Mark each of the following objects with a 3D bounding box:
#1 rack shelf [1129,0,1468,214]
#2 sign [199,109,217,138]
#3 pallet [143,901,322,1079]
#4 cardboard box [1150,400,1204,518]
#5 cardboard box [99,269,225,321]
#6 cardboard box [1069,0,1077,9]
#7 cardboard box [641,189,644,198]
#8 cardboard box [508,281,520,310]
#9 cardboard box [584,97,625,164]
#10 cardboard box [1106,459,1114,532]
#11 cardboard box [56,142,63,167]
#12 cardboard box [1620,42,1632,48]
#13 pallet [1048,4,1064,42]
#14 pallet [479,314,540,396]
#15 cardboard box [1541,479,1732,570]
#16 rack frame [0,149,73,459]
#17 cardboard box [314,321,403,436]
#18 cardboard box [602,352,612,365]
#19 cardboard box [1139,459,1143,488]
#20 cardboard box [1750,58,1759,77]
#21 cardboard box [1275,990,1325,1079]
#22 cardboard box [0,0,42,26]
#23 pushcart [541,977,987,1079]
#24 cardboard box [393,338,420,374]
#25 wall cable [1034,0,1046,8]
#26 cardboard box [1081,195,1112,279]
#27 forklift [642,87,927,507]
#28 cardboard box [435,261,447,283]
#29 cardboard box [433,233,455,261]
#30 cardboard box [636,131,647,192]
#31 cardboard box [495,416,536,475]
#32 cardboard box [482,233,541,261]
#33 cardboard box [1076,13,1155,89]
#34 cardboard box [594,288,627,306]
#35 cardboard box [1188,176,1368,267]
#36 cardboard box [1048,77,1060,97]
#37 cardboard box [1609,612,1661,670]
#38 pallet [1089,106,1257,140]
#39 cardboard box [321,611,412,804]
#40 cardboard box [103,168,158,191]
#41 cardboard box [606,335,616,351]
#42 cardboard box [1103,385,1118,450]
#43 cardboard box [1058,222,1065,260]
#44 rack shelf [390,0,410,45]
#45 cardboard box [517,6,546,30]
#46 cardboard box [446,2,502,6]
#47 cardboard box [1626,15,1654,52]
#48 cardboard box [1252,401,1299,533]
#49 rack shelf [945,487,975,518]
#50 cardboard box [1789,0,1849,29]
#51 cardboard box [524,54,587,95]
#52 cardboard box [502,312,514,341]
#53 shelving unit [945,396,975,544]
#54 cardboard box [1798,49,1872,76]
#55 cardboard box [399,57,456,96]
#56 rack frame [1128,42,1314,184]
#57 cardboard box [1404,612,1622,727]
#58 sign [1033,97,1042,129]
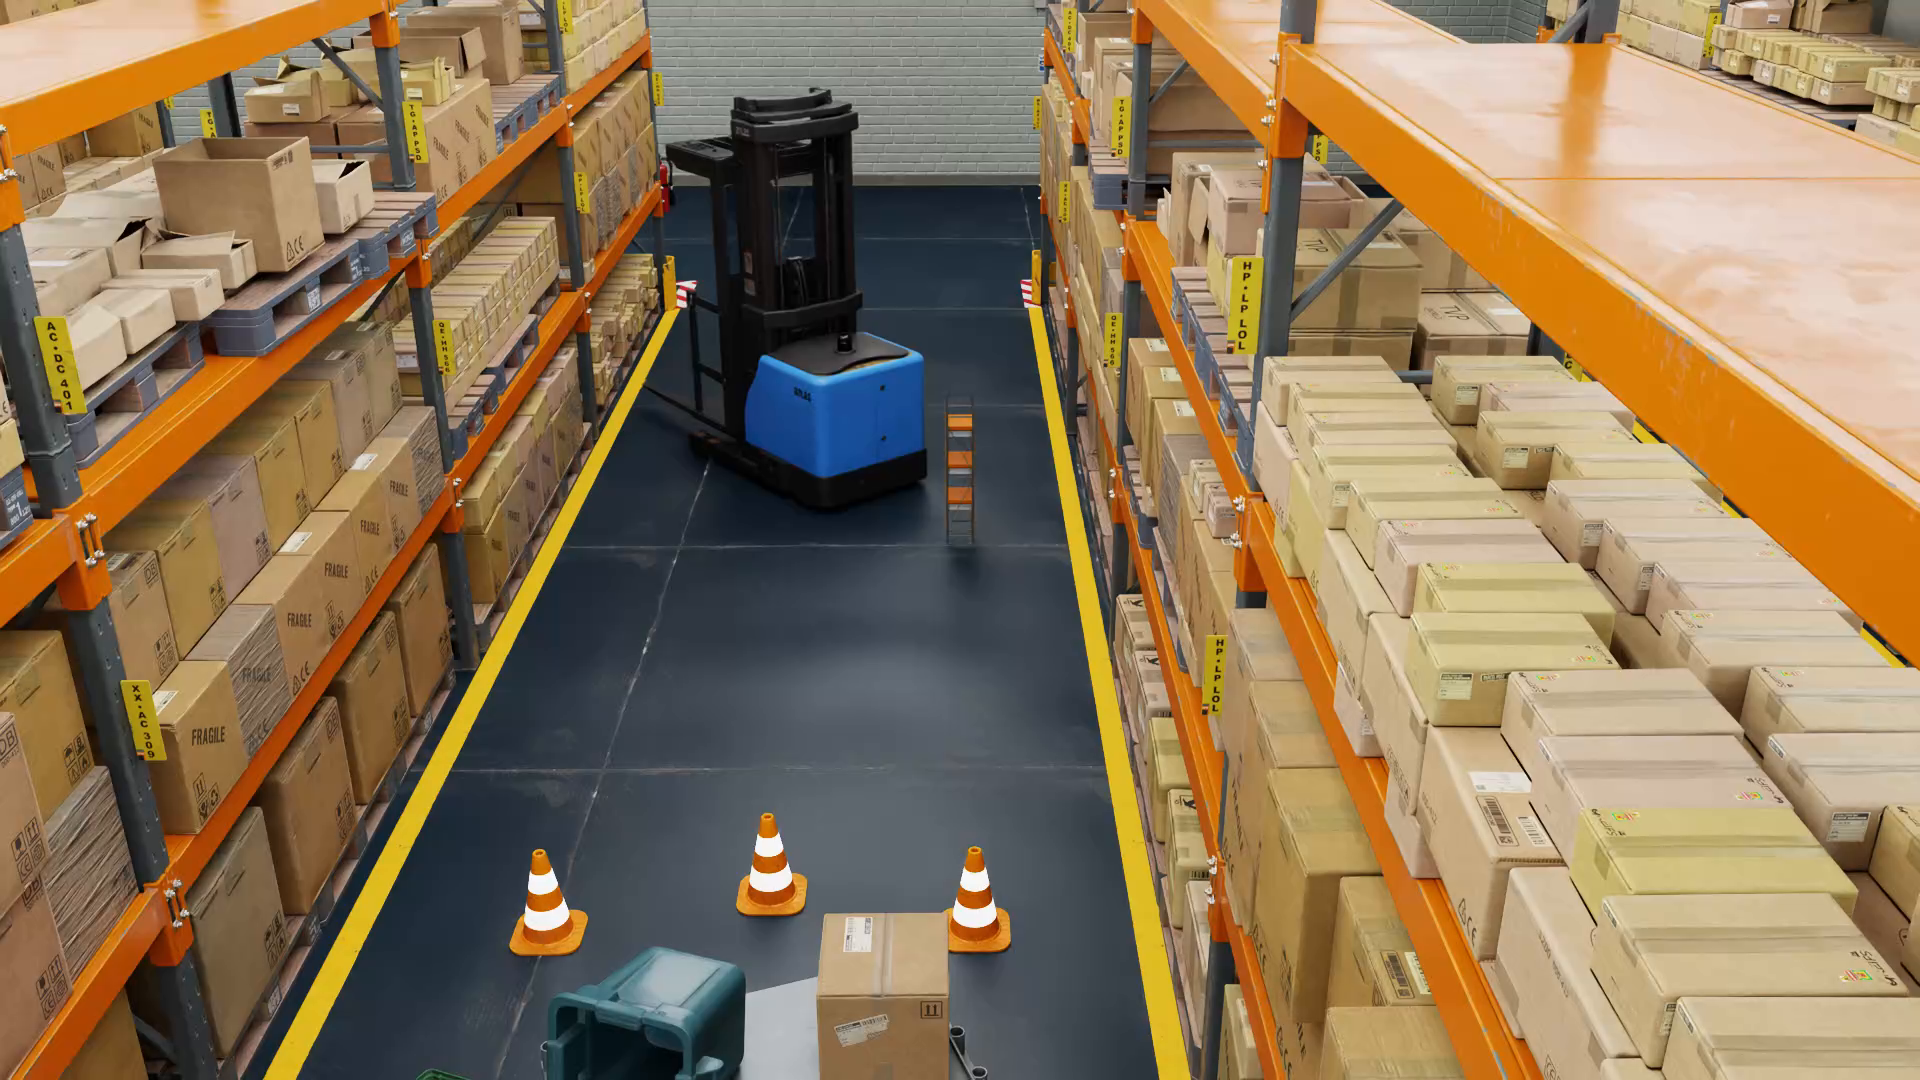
[{"bbox_3d":[1.464,-2.034,7.068,1.077,0.370,4.000,0,24,-1],"label":"rack shelf"},{"bbox_3d":[-4.049,-2.171,9.026,0.100,0.325,0.005,0,24,-1],"label":"sign"},{"bbox_3d":[-3.546,2.031,7.387,1.003,0.211,1.213,0,24,-1],"label":"pallet"},{"bbox_3d":[1.241,-0.387,8.357,0.500,0.500,0.500,0,24,0],"label":"cardboard box"},{"bbox_3d":[-3.218,-0.990,6.716,0.380,0.149,0.250,0,24,-1],"label":"cardboard box"},{"bbox_3d":[1.227,-4.749,14.600,0.500,0.500,0.500,0,24,0],"label":"cardboard box"},{"bbox_3d":[-3.324,-3.413,16.345,0.380,0.149,0.250,0,24,-1],"label":"cardboard box"},{"bbox_3d":[-3.330,-1.725,11.741,0.380,0.149,0.250,0,24,0],"label":"cardboard box"},{"bbox_3d":[-3.310,-3.675,14.924,0.500,0.500,0.500,-1,24,-2],"label":"cardboard box"},{"bbox_3d":[1.513,-0.510,11.690,0.875,0.875,0.875,0,24,0],"label":"cardboard box"},{"bbox_3d":[-8.802,-3.677,15.534,0.500,0.500,0.500,-1,24,-2],"label":"cardboard box"},{"bbox_3d":[6.017,-4.340,14.754,0.380,0.149,0.250,0,24,1],"label":"cardboard box"},{"bbox_3d":[1.374,-4.951,15.909,1.003,0.211,1.213,0,24,-1],"label":"pallet"},{"bbox_3d":[-3.569,-1.299,11.597,1.003,0.211,1.213,0,24,-1],"label":"pallet"},{"bbox_3d":[1.735,-0.043,4.285,0.380,0.149,0.250,-1,24,-2],"label":"cardboard box"},{"bbox_3d":[-3.462,-1.656,4.874,1.000,3.000,0.127,0,24,-1],"label":"rack frame"},{"bbox_3d":[-3.511,-0.886,9.119,0.700,0.500,0.500,0,24,-1],"label":"cardboard box"},{"bbox_3d":[-3.343,-1.579,14.934,0.380,0.149,0.250,-1,24,-2],"label":"cardboard box"},{"bbox_3d":[1.187,-0.347,9.055,0.380,0.149,0.250,-2,24,-4],"label":"cardboard box"},{"bbox_3d":[6.037,-3.460,12.177,0.380,0.149,0.250,0,24,0],"label":"cardboard box"},{"bbox_3d":[1.234,1.429,4.851,0.500,0.500,0.500,0,24,-1],"label":"cardboard box"},{"bbox_3d":[-8.444,-4.647,14.376,0.700,0.500,0.500,1,24,2],"label":"cardboard box"},{"bbox_3d":[-0.793,2.240,6.724,1.648,0.377,0.936,-9,26,-19],"label":"pushcart"},{"bbox_3d":[-3.317,-1.111,10.024,0.380,0.149,0.250,0,24,0],"label":"cardboard box"},{"bbox_3d":[1.271,-6.731,22.106,0.585,1.953,0.123,0,24,-1],"label":"wall cable"},{"bbox_3d":[1.153,-2.185,11.990,0.500,0.500,0.500,-1,24,-2],"label":"cardboard box"},{"bbox_3d":[-1.582,-2.115,13.254,1.130,2.935,3.031,-19,30,-35],"label":"forklift"},{"bbox_3d":[-3.994,-1.946,12.231,0.380,0.149,0.250,-1,24,-3],"label":"cardboard box"},{"bbox_3d":[-3.996,-2.182,12.390,0.380,0.149,0.250,0,24,0],"label":"cardboard box"},{"bbox_3d":[-3.331,-3.652,16.085,0.500,0.500,0.500,-1,24,-1],"label":"cardboard box"},{"bbox_3d":[-3.270,-0.663,11.572,0.500,0.250,0.500,0,24,0],"label":"cardboard box"},{"bbox_3d":[-3.345,-2.185,12.398,0.380,0.149,0.250,-1,24,-2],"label":"cardboard box"},{"bbox_3d":[1.119,-3.522,12.009,0.500,0.500,0.500,-1,24,-2],"label":"cardboard box"},{"bbox_3d":[-3.369,-2.277,15.756,0.380,0.149,0.250,-1,24,-2],"label":"cardboard box"},{"bbox_3d":[1.488,-1.420,7.867,0.797,0.503,0.637,0,24,-1],"label":"cardboard box"},{"bbox_3d":[1.045,-4.365,16.022,0.380,0.149,0.250,0,24,1],"label":"cardboard box"},{"bbox_3d":[1.779,0.388,3.816,0.500,0.250,0.500,0,24,1],"label":"cardboard box"},{"bbox_3d":[1.367,-2.641,10.922,1.003,0.211,1.213,1,24,2],"label":"pallet"},{"bbox_3d":[-3.576,0.875,8.779,1.050,0.750,0.750,0,24,0],"label":"cardboard box"},{"bbox_3d":[-3.713,-1.600,7.942,0.500,0.250,0.500,0,24,1],"label":"cardboard box"},{"bbox_3d":[-3.344,-1.826,15.120,0.380,0.149,0.250,1,24,2],"label":"cardboard box"},{"bbox_3d":[1.178,-0.773,10.385,0.500,0.250,0.500,-1,24,-2],"label":"cardboard box"},{"bbox_3d":[1.127,-2.730,14.408,0.500,0.500,0.500,-1,24,-2],"label":"cardboard box"},{"bbox_3d":[-3.528,-3.618,10.571,1.077,0.370,4.000,0,24,-1],"label":"rack shelf"},{"bbox_3d":[-3.311,-4.047,12.894,0.380,0.149,0.250,-1,24,-2],"label":"cardboard box"},{"bbox_3d":[-3.839,-4.163,13.150,0.380,0.149,0.250,0,24,1],"label":"cardboard box"},{"bbox_3d":[6.096,-4.363,14.322,0.500,0.250,0.500,0,24,1],"label":"cardboard box"},{"bbox_3d":[1.217,-0.237,5.199,0.500,0.250,0.500,-1,24,-2],"label":"cardboard box"},{"bbox_3d":[-0.001,-0.238,12.085,0.215,0.259,0.240,0,24,-1],"label":"rack shelf"},{"bbox_3d":[6.434,-3.994,12.495,0.396,0.266,0.258,-1,24,-1],"label":"cardboard box"},{"bbox_3d":[-3.291,-3.709,13.236,0.500,0.250,0.500,1,24,2],"label":"cardboard box"},{"bbox_3d":[-3.327,-1.486,11.574,0.380,0.149,0.250,-1,24,-2],"label":"cardboard box"},{"bbox_3d":[-0.001,-0.500,11.966,0.215,1.050,0.252,0,24,-1],"label":"shelving unit"},{"bbox_3d":[6.010,-3.275,11.408,0.380,0.149,0.250,0,24,0],"label":"cardboard box"},{"bbox_3d":[-3.283,-2.817,10.031,0.396,0.266,0.258,0,24,-1],"label":"cardboard box"},{"bbox_3d":[1.443,-3.368,8.660,1.000,3.000,0.127,0,24,-1],"label":"rack frame"},{"bbox_3d":[1.181,0.277,3.578,0.380,0.149,0.250,0,24,1],"label":"cardboard box"},{"bbox_3d":[0.800,-4.361,16.990,0.100,0.325,0.005,0,24,-1],"label":"sign"}]
